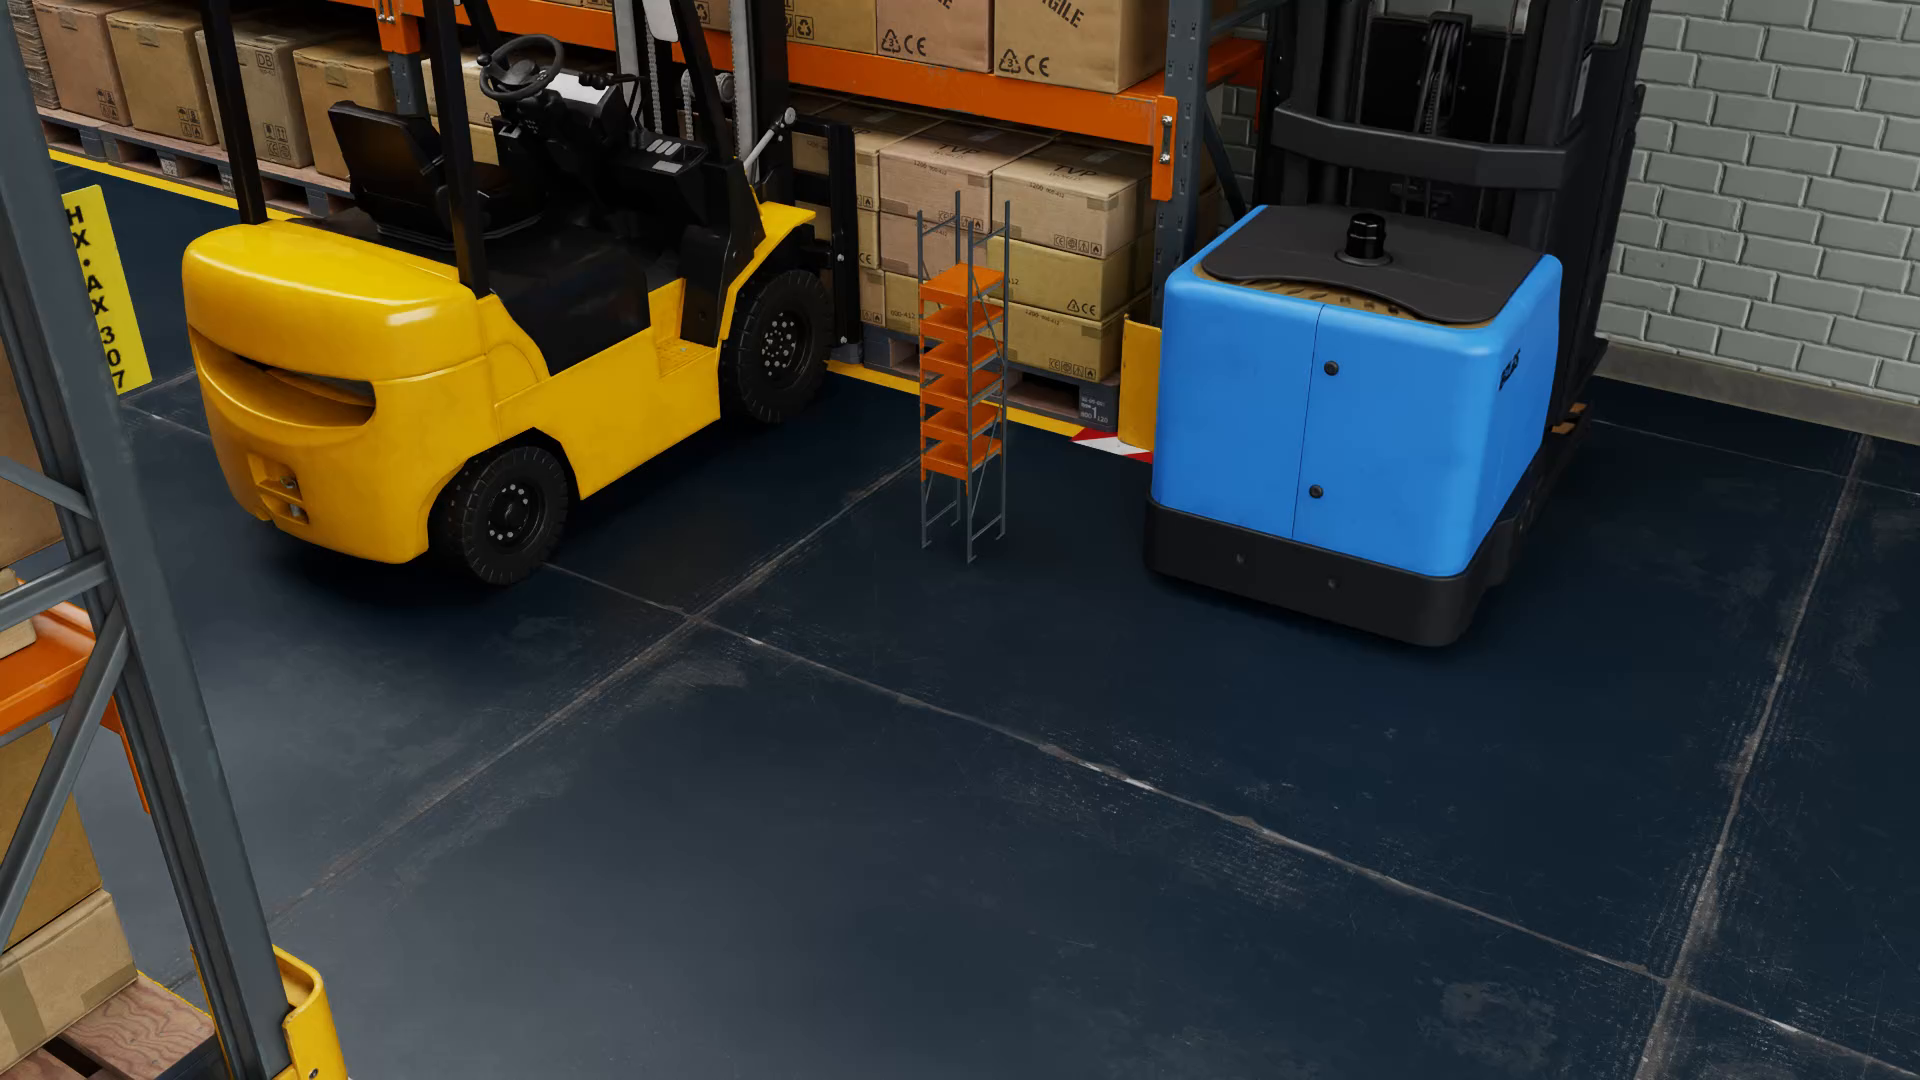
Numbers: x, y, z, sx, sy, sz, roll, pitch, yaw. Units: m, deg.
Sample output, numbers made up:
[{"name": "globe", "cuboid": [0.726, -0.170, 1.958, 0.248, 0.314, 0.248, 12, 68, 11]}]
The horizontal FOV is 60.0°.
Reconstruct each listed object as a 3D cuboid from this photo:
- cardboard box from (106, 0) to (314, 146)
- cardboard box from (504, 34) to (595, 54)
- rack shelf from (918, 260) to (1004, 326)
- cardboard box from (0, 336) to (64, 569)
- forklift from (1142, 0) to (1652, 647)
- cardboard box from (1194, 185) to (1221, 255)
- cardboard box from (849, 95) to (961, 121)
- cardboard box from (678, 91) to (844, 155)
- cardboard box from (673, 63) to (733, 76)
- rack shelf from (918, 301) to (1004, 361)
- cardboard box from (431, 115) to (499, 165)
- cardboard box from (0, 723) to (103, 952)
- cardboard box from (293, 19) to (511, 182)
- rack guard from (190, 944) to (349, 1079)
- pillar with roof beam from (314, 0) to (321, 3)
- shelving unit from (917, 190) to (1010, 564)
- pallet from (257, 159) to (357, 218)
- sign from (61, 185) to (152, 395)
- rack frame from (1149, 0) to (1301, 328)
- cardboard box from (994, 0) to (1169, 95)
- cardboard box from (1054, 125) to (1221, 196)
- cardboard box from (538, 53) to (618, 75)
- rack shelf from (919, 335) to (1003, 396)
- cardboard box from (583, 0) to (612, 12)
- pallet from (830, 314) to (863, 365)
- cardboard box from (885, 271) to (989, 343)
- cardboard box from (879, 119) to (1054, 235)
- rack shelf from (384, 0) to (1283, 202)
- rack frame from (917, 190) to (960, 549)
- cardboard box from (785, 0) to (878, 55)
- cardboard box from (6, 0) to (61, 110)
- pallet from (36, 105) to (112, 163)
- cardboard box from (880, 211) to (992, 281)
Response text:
[{"name": "cardboard box", "cuboid": [-4.107, -2.664, 9.279, 0.625, 0.625, 0.875, 16, 34, 25]}, {"name": "cardboard box", "cuboid": [-1.849, -2.337, 8.100, 0.500, 0.250, 0.500, 18, 35, 28]}, {"name": "rack shelf", "cuboid": [0.012, -0.787, 5.282, 0.180, 0.103, 0.258, 18, 35, 27]}, {"name": "cardboard box", "cuboid": [-1.870, -0.187, 2.699, 0.500, 0.500, 0.500, 17, 34, 27]}, {"name": "forklift", "cuboid": [1.774, -1.652, 5.673, 1.130, 2.935, 3.031, 16, 34, 26]}, {"name": "cardboard box", "cuboid": [0.732, -1.314, 6.841, 0.500, 0.250, 0.500, 18, 35, 28]}, {"name": "cardboard box", "cuboid": [-0.130, -1.796, 7.171, 0.500, 0.250, 0.500, 17, 34, 27]}, {"name": "cardboard box", "cuboid": [-0.830, -1.710, 7.023, 0.500, 0.250, 0.500, 17, 34, 26]}, {"name": "cardboard box", "cuboid": [-0.990, -2.067, 7.636, 0.500, 0.250, 0.500, 18, 35, 28]}, {"name": "rack shelf", "cuboid": [0.012, -0.683, 5.342, 0.180, 0.103, 0.258, 18, 35, 27]}, {"name": "cardboard box", "cuboid": [-2.123, -1.909, 7.862, 0.500, 0.250, 0.500, 17, 34, 27]}, {"name": "cardboard box", "cuboid": [-2.173, 0.572, 3.360, 0.500, 0.500, 0.500, 16, 34, 26]}, {"name": "cardboard box", "cuboid": [-2.816, -2.252, 8.573, 0.625, 0.625, 0.875, 19, 35, 29]}, {"name": "rack guard", "cuboid": [-1.680, 1.289, 3.044, 0.348, 0.500, 1.175, 18, 35, 27]}, {"name": "pillar with roof beam", "cuboid": [-6.461, -4.822, 5.085, 0.400, 9.000, 9.100, 18, 35, 27]}, {"name": "shelving unit", "cuboid": [0.012, -0.514, 5.441, 0.189, 1.200, 0.258, 18, 35, 27]}, {"name": "pallet", "cuboid": [-3.013, -1.937, 8.861, 1.213, 0.211, 1.003, 18, 35, 27]}, {"name": "sign", "cuboid": [-1.328, -0.376, 2.558, 0.005, 0.325, 0.100, 18, 35, 27]}, {"name": "rack frame", "cuboid": [1.020, -1.890, 6.012, 0.127, 3.000, 1.000, 18, 35, 27]}, {"name": "cardboard box", "cuboid": [0.463, -1.953, 6.021, 0.500, 0.500, 0.500, 17, 34, 26]}, {"name": "cardboard box", "cuboid": [0.713, -1.525, 6.707, 0.500, 0.250, 0.500, 17, 34, 27]}, {"name": "cardboard box", "cuboid": [-1.698, -1.982, 7.490, 0.500, 0.250, 0.500, 18, 35, 27]}, {"name": "rack shelf", "cuboid": [0.012, -0.580, 5.403, 0.180, 0.103, 0.258, 18, 35, 27]}, {"name": "cardboard box", "cuboid": [-1.252, -2.506, 6.970, 0.500, 0.500, 0.500, 17, 34, 27]}, {"name": "pallet", "cuboid": [-0.679, -1.199, 7.596, 1.213, 0.211, 1.003, 18, 35, 27]}, {"name": "cardboard box", "cuboid": [0.038, -1.012, 6.819, 0.500, 0.250, 0.500, 18, 35, 27]}, {"name": "cardboard box", "cuboid": [0.028, -1.440, 6.561, 0.500, 0.250, 0.500, 18, 35, 28]}, {"name": "rack shelf", "cuboid": [-0.674, -2.115, 7.112, 4.000, 0.370, 1.077, 18, 35, 27]}, {"name": "rack frame", "cuboid": [-0.065, -0.539, 5.483, 0.006, 1.200, 0.240, 18, 35, 27]}, {"name": "cardboard box", "cuboid": [-0.405, -2.233, 6.501, 0.500, 0.500, 0.500, 17, 34, 26]}, {"name": "cardboard box", "cuboid": [-5.235, -3.015, 9.882, 0.625, 0.625, 0.875, 19, 35, 29]}, {"name": "pallet", "cuboid": [-5.080, -2.591, 9.982, 1.213, 0.211, 1.003, 18, 35, 27]}, {"name": "cardboard box", "cuboid": [0.022, -1.235, 6.706, 0.500, 0.250, 0.500, 17, 34, 27]}]
